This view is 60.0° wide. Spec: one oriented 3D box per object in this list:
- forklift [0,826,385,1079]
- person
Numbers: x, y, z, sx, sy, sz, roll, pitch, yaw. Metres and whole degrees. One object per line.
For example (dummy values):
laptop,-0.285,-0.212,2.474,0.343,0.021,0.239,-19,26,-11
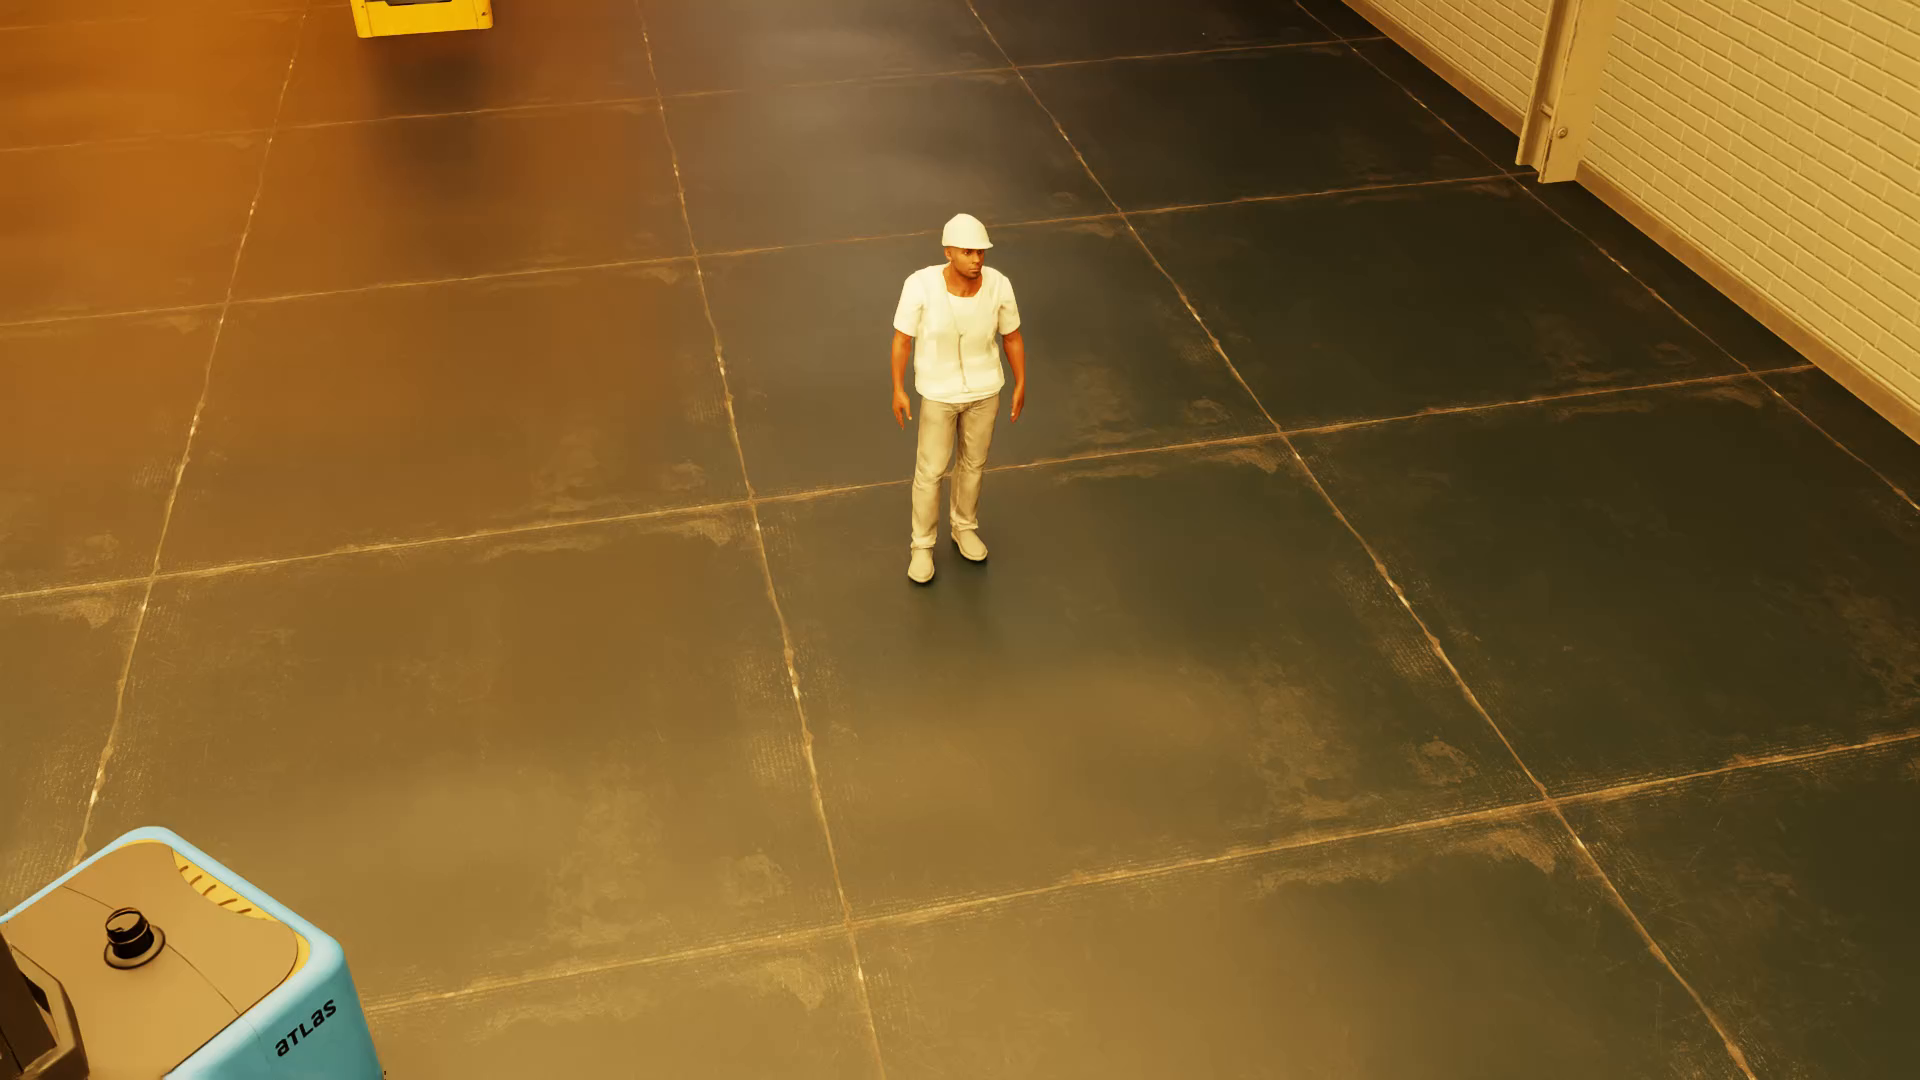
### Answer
forklift,-3.093,1.466,4.013,1.130,2.935,3.031,22,41,27
person,0.010,-0.682,7.983,0.665,1.768,0.575,-8,36,-11
